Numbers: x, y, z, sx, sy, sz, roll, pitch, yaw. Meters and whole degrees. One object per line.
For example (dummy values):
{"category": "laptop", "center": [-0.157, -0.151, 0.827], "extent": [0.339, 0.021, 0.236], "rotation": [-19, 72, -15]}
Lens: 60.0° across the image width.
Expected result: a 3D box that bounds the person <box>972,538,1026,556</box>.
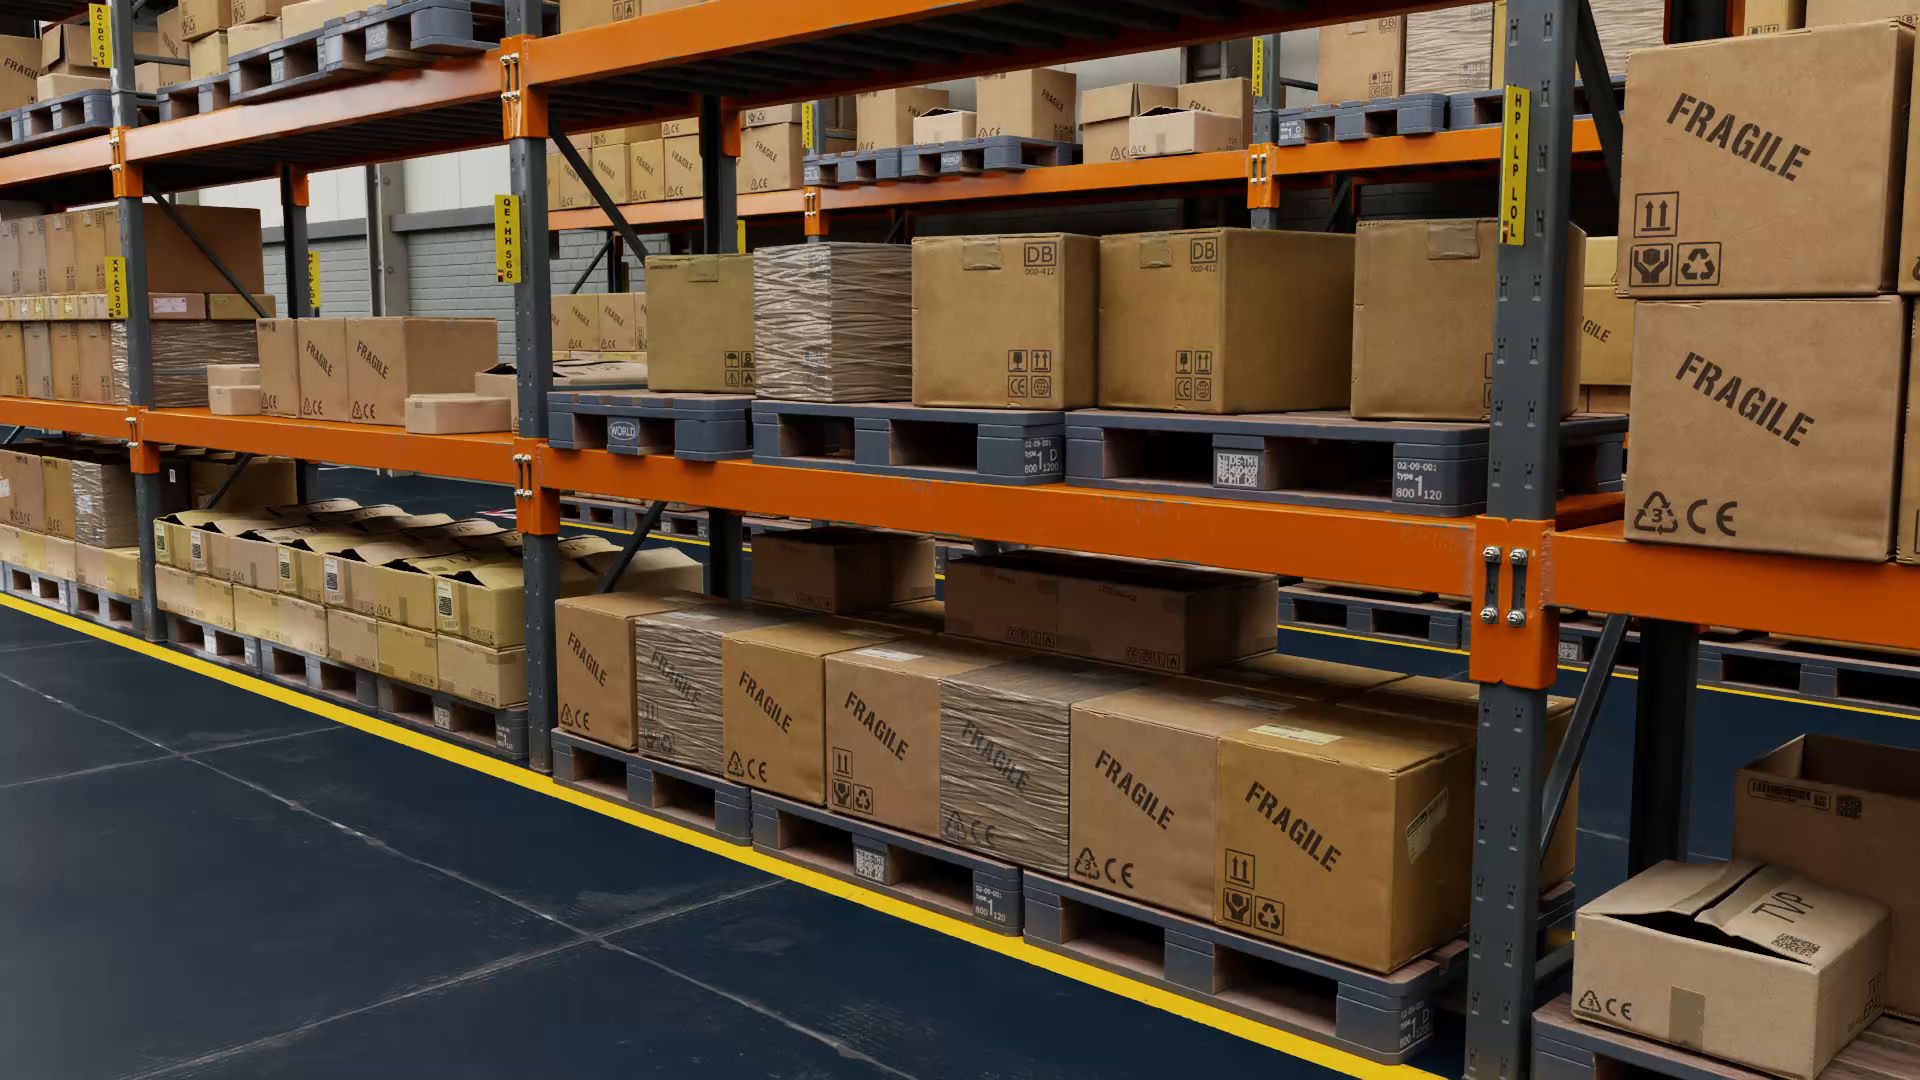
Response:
{"category": "person", "center": [0.202, -0.236, 9.136], "extent": [0.524, 1.662, 0.413], "rotation": [6, 10, 41]}
